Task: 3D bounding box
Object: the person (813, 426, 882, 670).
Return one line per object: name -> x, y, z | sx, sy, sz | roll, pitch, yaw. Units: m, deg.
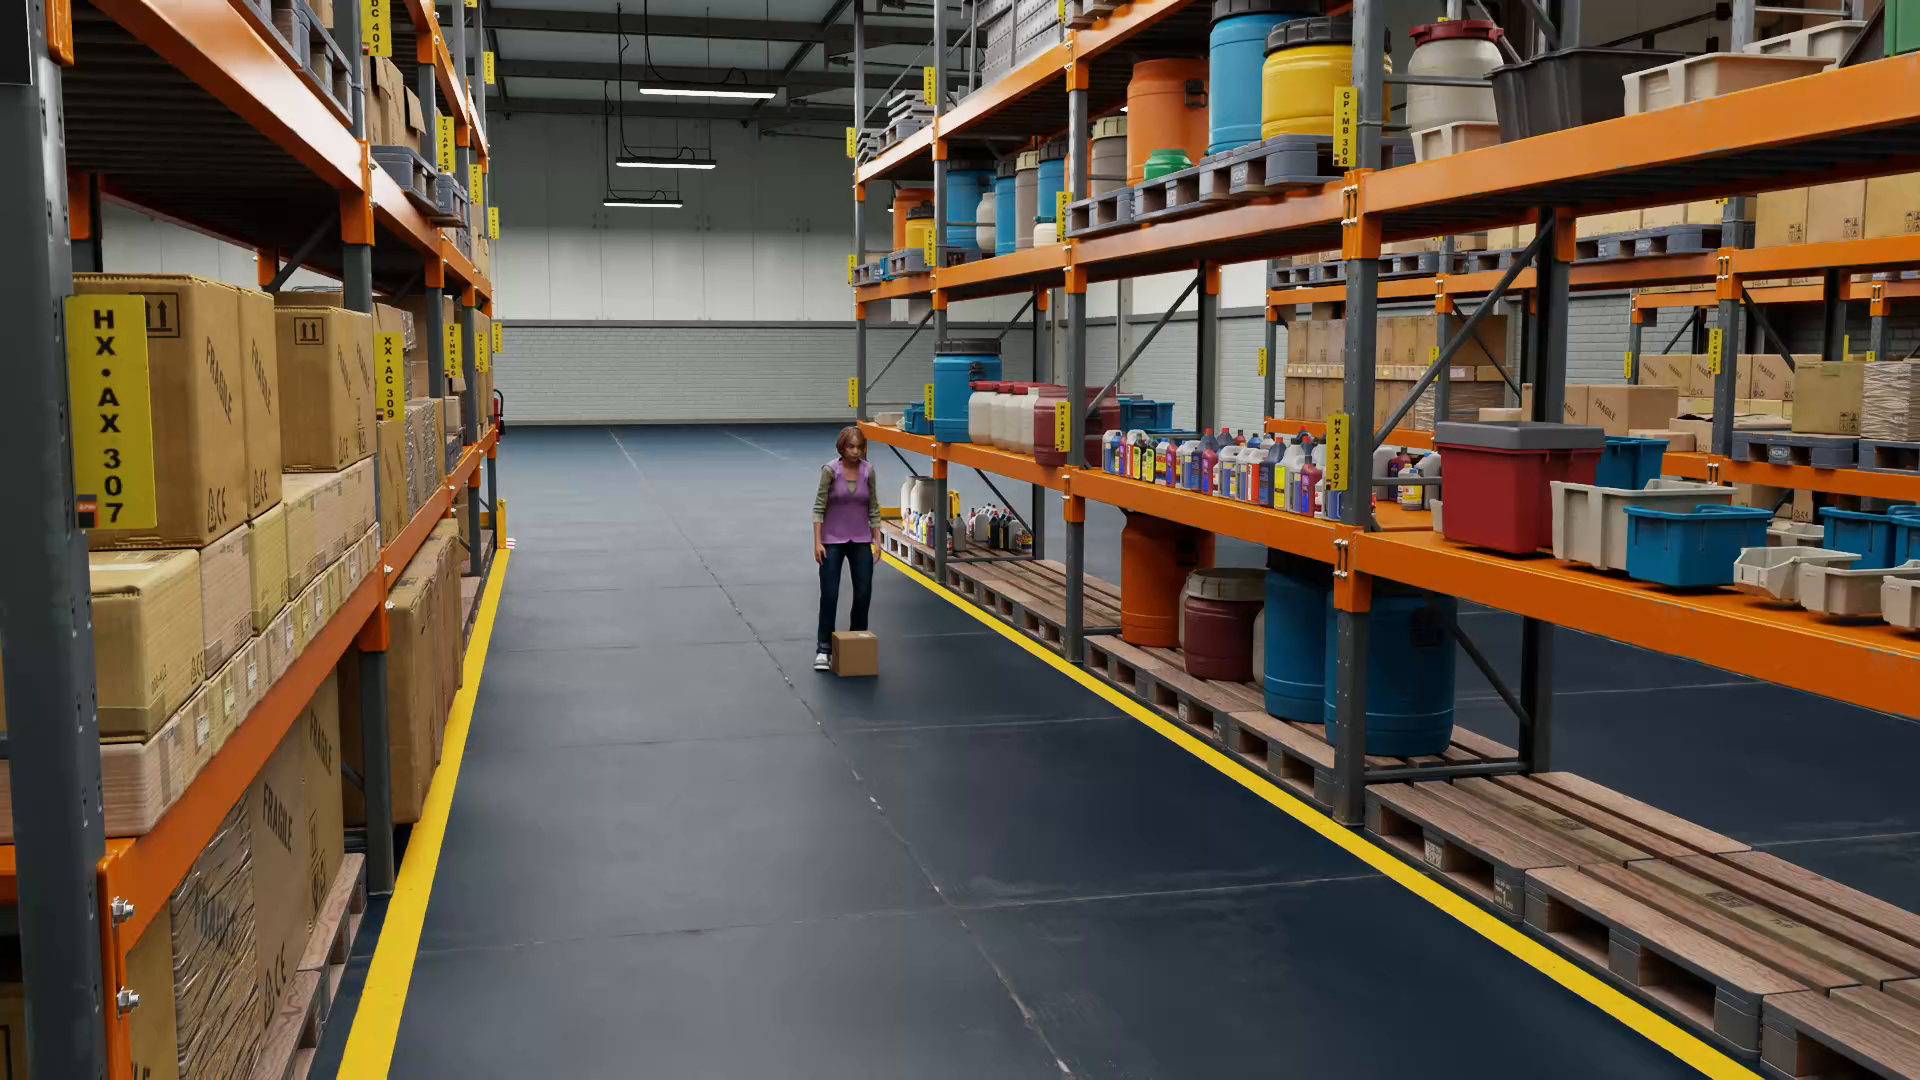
person -> -0.747, 0.046, 10.965 | 0.484, 1.593, 0.345 | -2, 7, -17
